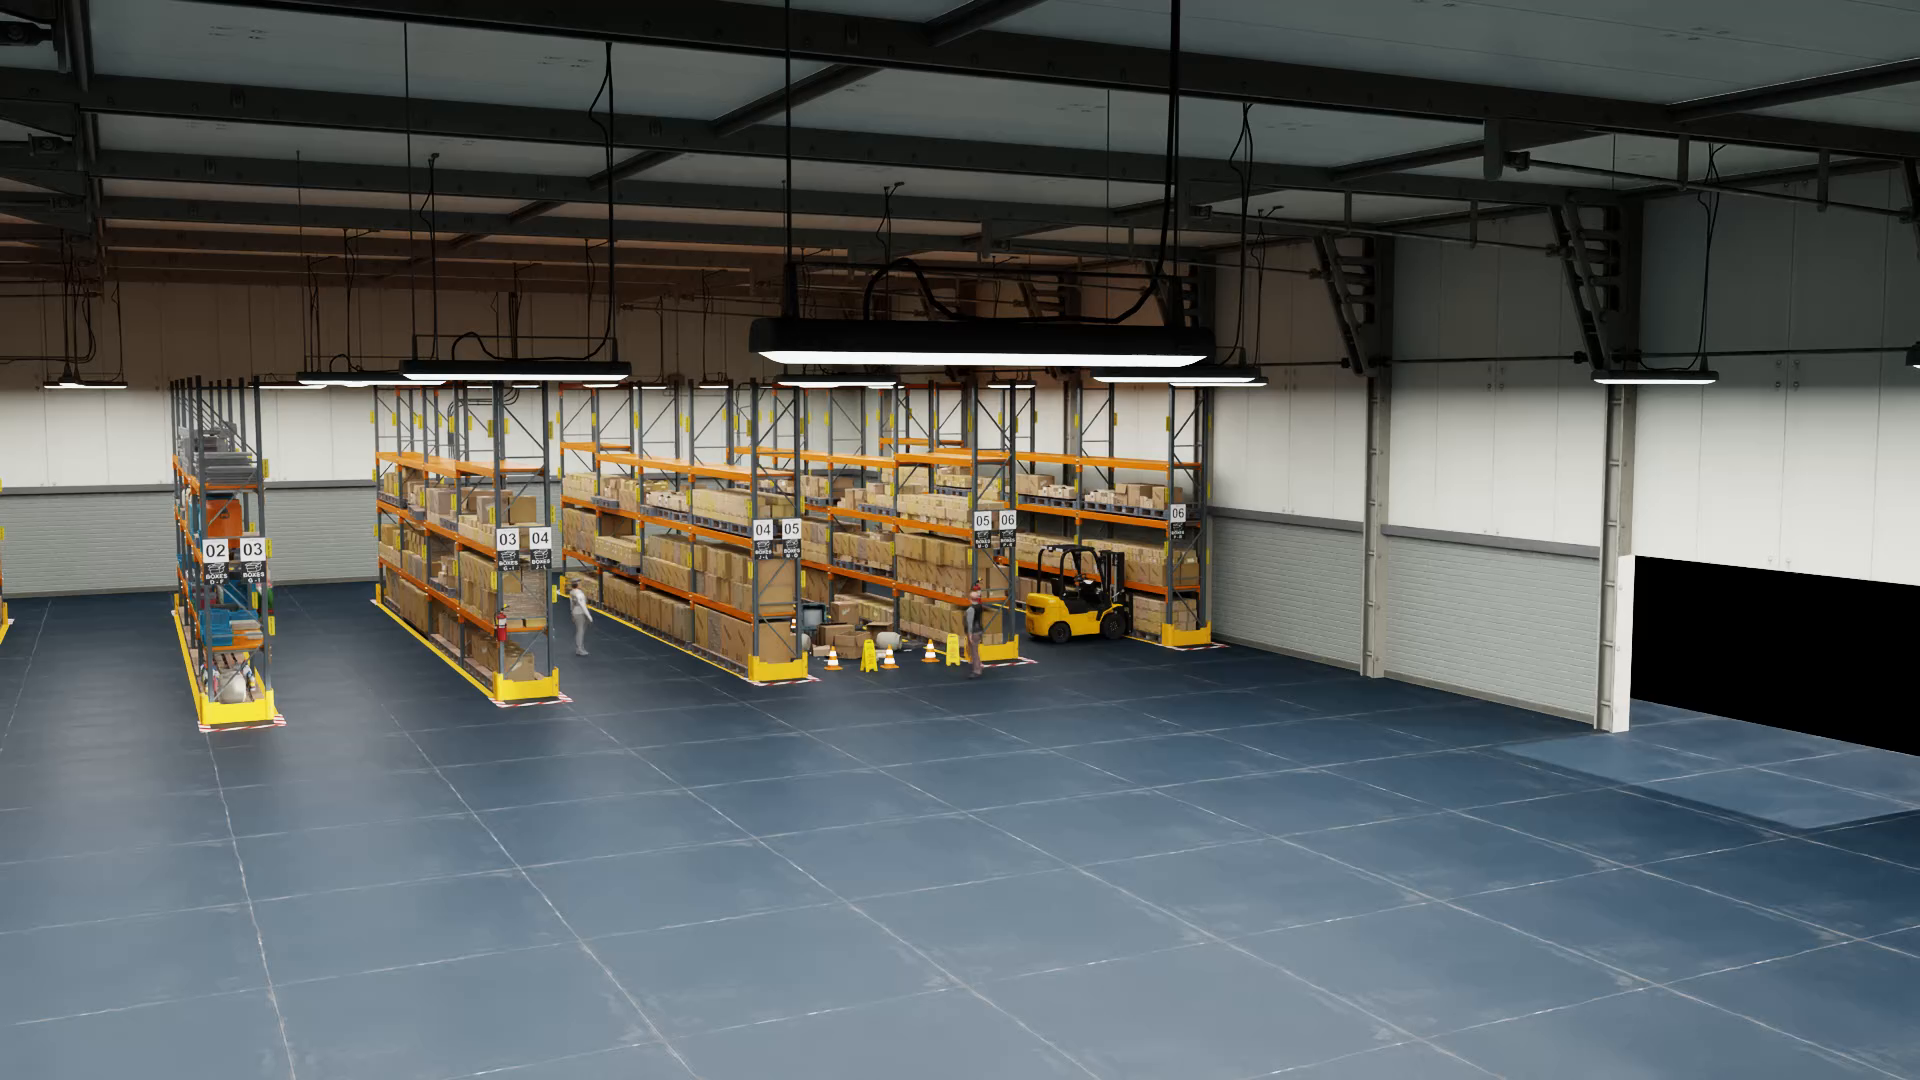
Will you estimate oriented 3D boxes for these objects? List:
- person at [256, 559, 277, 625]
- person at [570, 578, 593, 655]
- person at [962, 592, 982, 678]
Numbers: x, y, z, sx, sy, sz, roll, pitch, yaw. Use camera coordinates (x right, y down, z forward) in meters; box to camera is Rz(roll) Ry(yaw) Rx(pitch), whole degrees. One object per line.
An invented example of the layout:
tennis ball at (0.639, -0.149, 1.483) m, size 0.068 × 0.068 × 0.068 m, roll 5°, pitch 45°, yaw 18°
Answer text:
person at (-17.137, 1.192, 40.887) m, size 0.457 × 1.728 × 1.044 m, roll -4°, pitch 6°, yaw -35°
person at (-8.269, 1.676, 36.315) m, size 0.492 × 1.706 × 0.551 m, roll -1°, pitch 5°, yaw -10°
person at (0.246, 1.900, 33.341) m, size 0.387 × 1.750 × 0.582 m, roll 1°, pitch 5°, yaw 7°
